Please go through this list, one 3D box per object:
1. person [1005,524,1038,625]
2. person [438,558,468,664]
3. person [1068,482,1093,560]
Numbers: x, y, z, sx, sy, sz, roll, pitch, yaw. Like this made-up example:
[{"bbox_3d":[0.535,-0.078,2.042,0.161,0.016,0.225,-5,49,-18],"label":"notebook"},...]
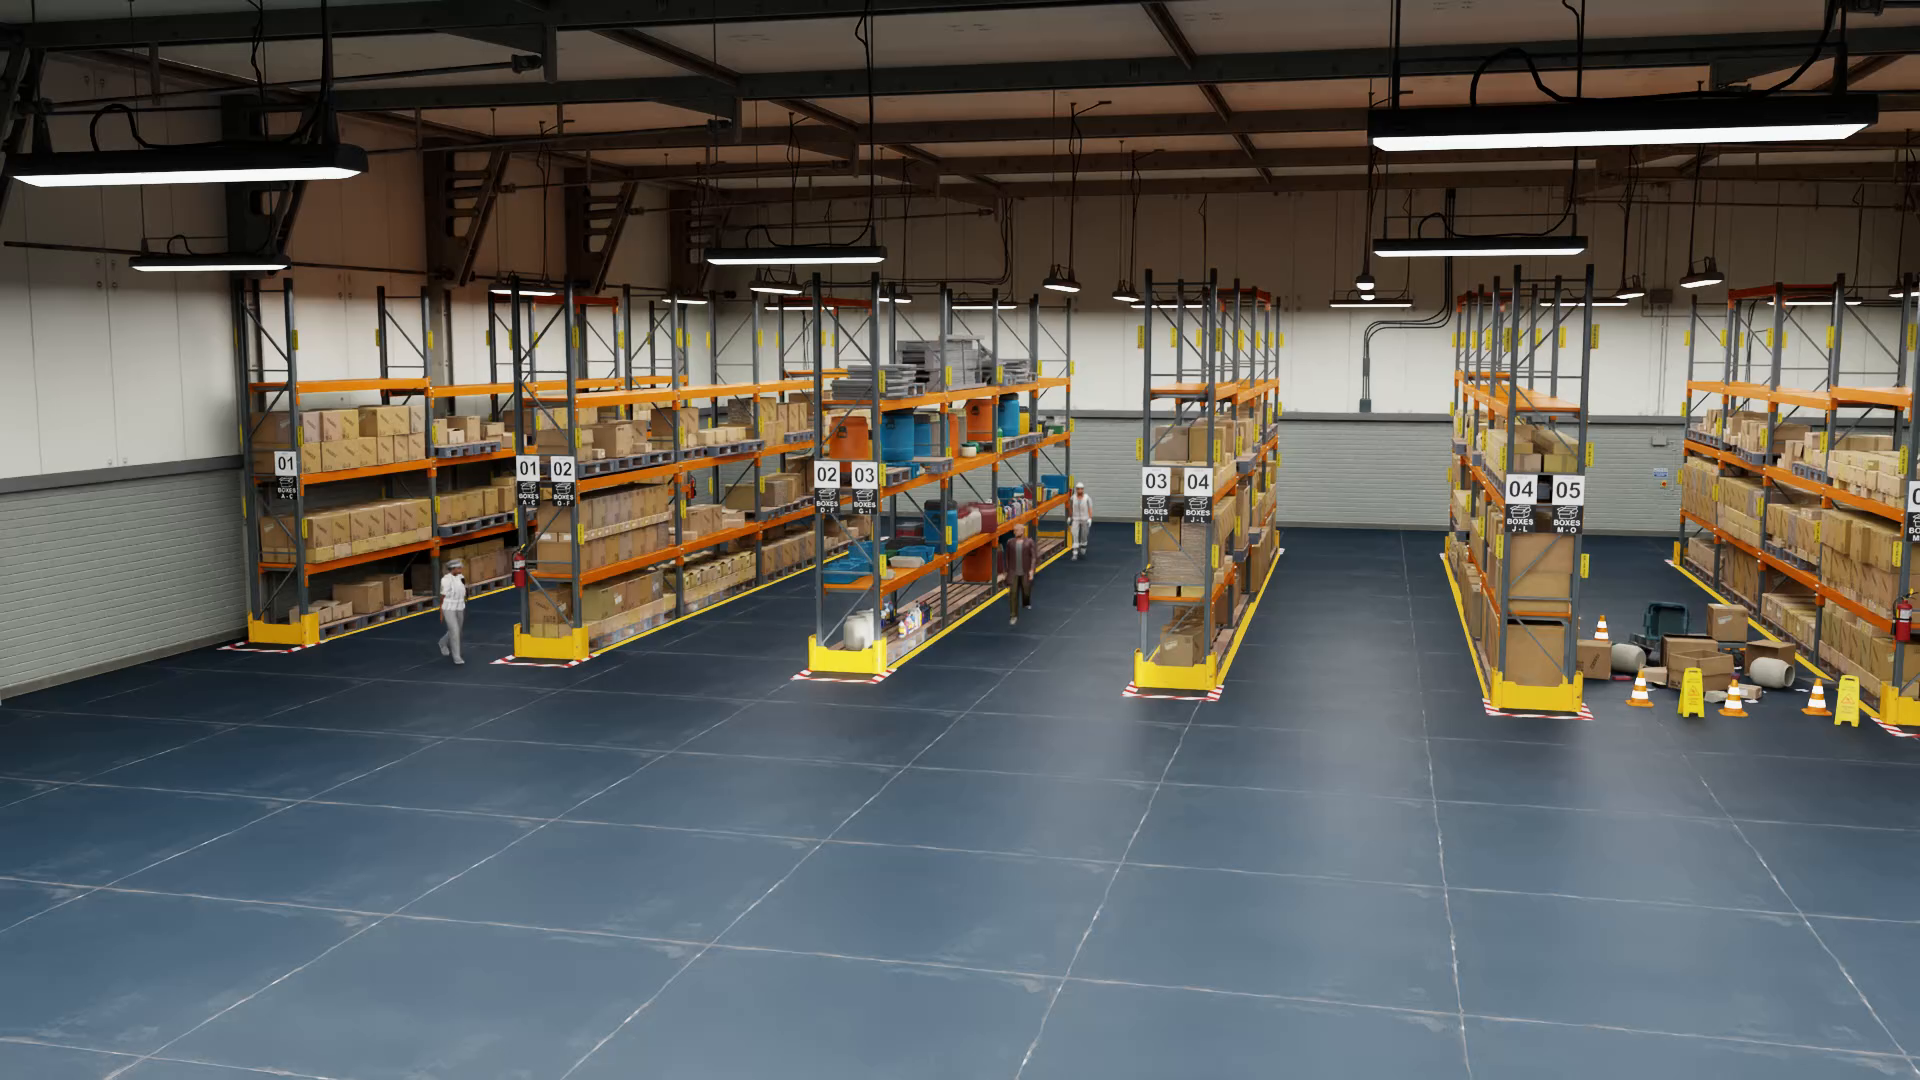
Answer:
[{"bbox_3d":[1.047,0.600,29.021,0.609,1.675,1.045,1,7,10],"label":"person"},{"bbox_3d":[-7.959,1.071,25.978,0.950,1.610,0.455,6,9,39],"label":"person"},{"bbox_3d":[2.749,-0.451,38.109,0.577,1.738,1.025,1,7,5],"label":"person"}]
